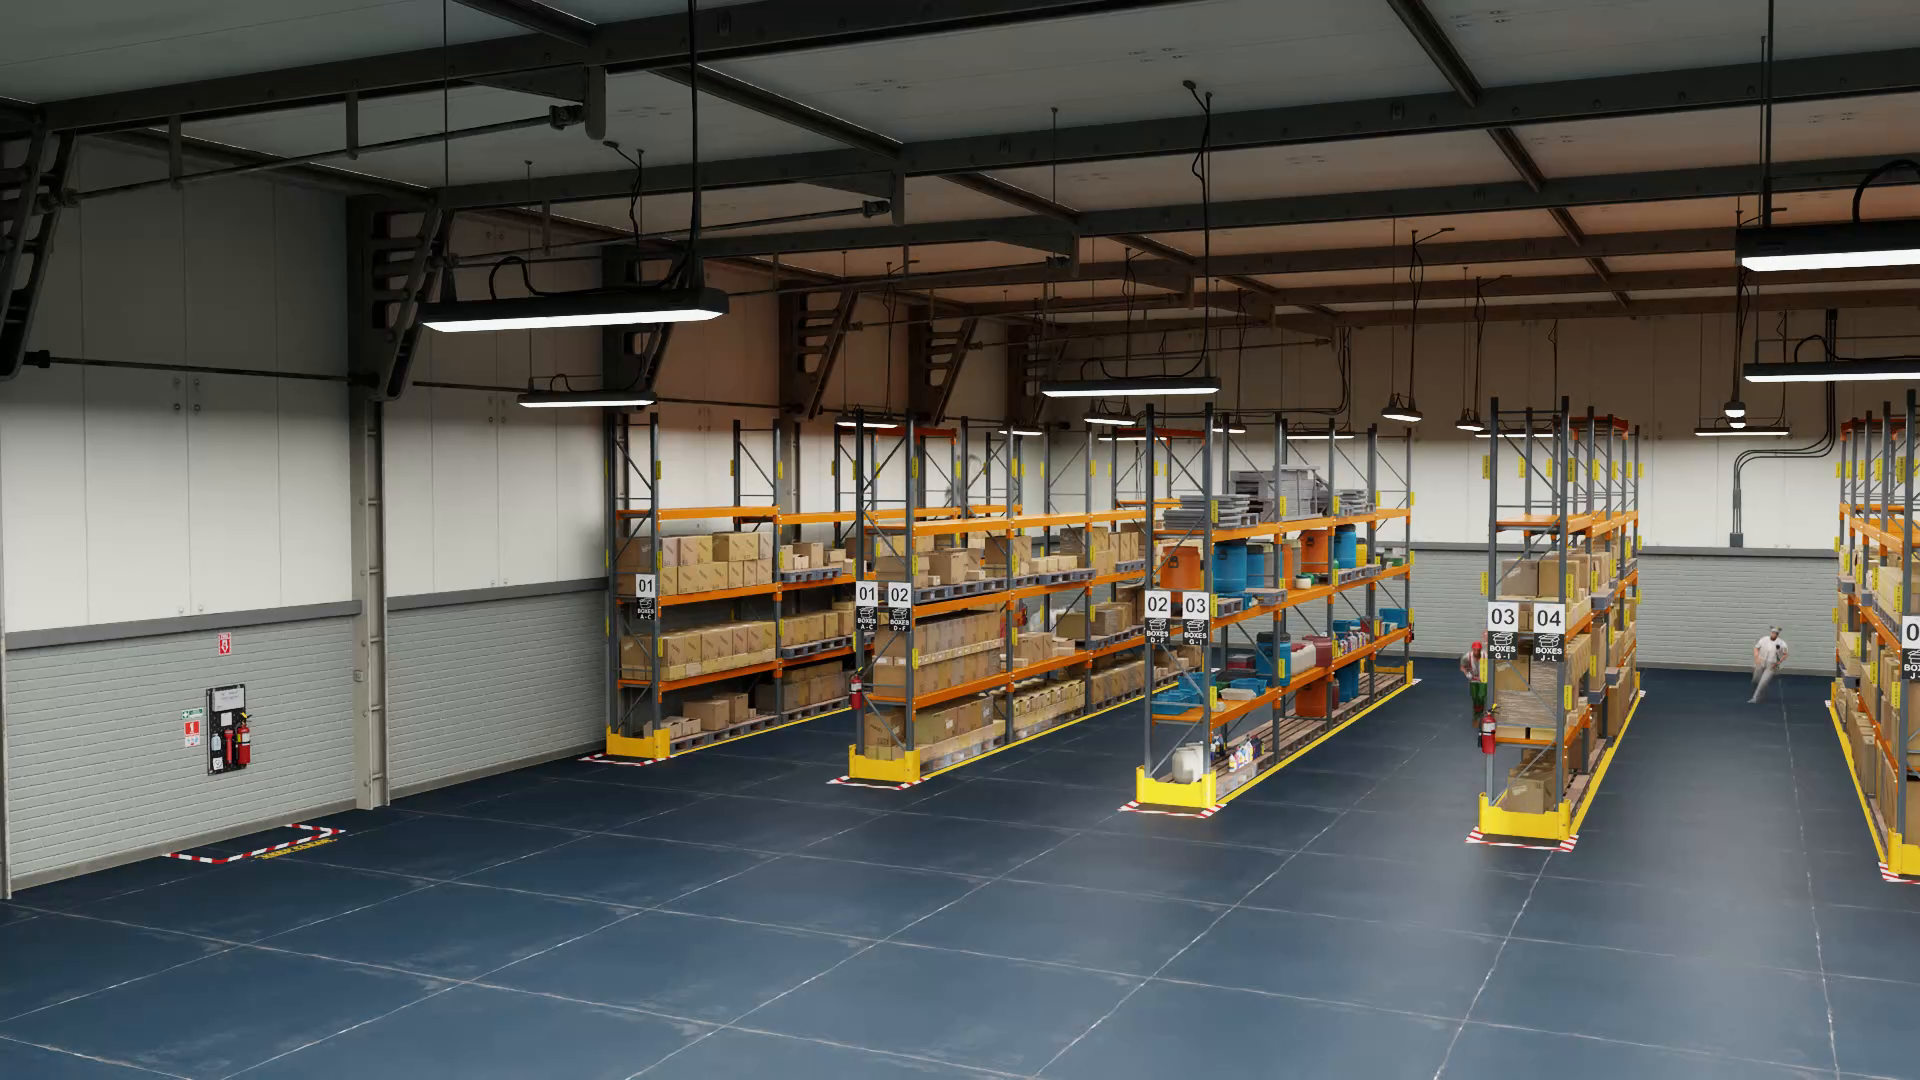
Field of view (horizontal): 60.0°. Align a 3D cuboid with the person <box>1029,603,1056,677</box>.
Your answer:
[{"bbox_3d":[2.001,2.427,40.639,0.710,1.772,0.920,1,3,17],"label":"person"}]

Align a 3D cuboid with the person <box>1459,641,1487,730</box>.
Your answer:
[{"bbox_3d":[10.126,2.809,32.486,0.704,1.731,1.056,1,3,19],"label":"person"}]

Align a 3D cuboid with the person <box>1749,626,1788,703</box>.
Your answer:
[{"bbox_3d":[17.375,2.666,35.690,0.734,1.678,0.664,2,3,40],"label":"person"}]

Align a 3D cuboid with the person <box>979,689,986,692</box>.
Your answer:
[{"bbox_3d":[0.500,2.588,37.486,0.659,1.686,0.584,1,3,24],"label":"person"}]
